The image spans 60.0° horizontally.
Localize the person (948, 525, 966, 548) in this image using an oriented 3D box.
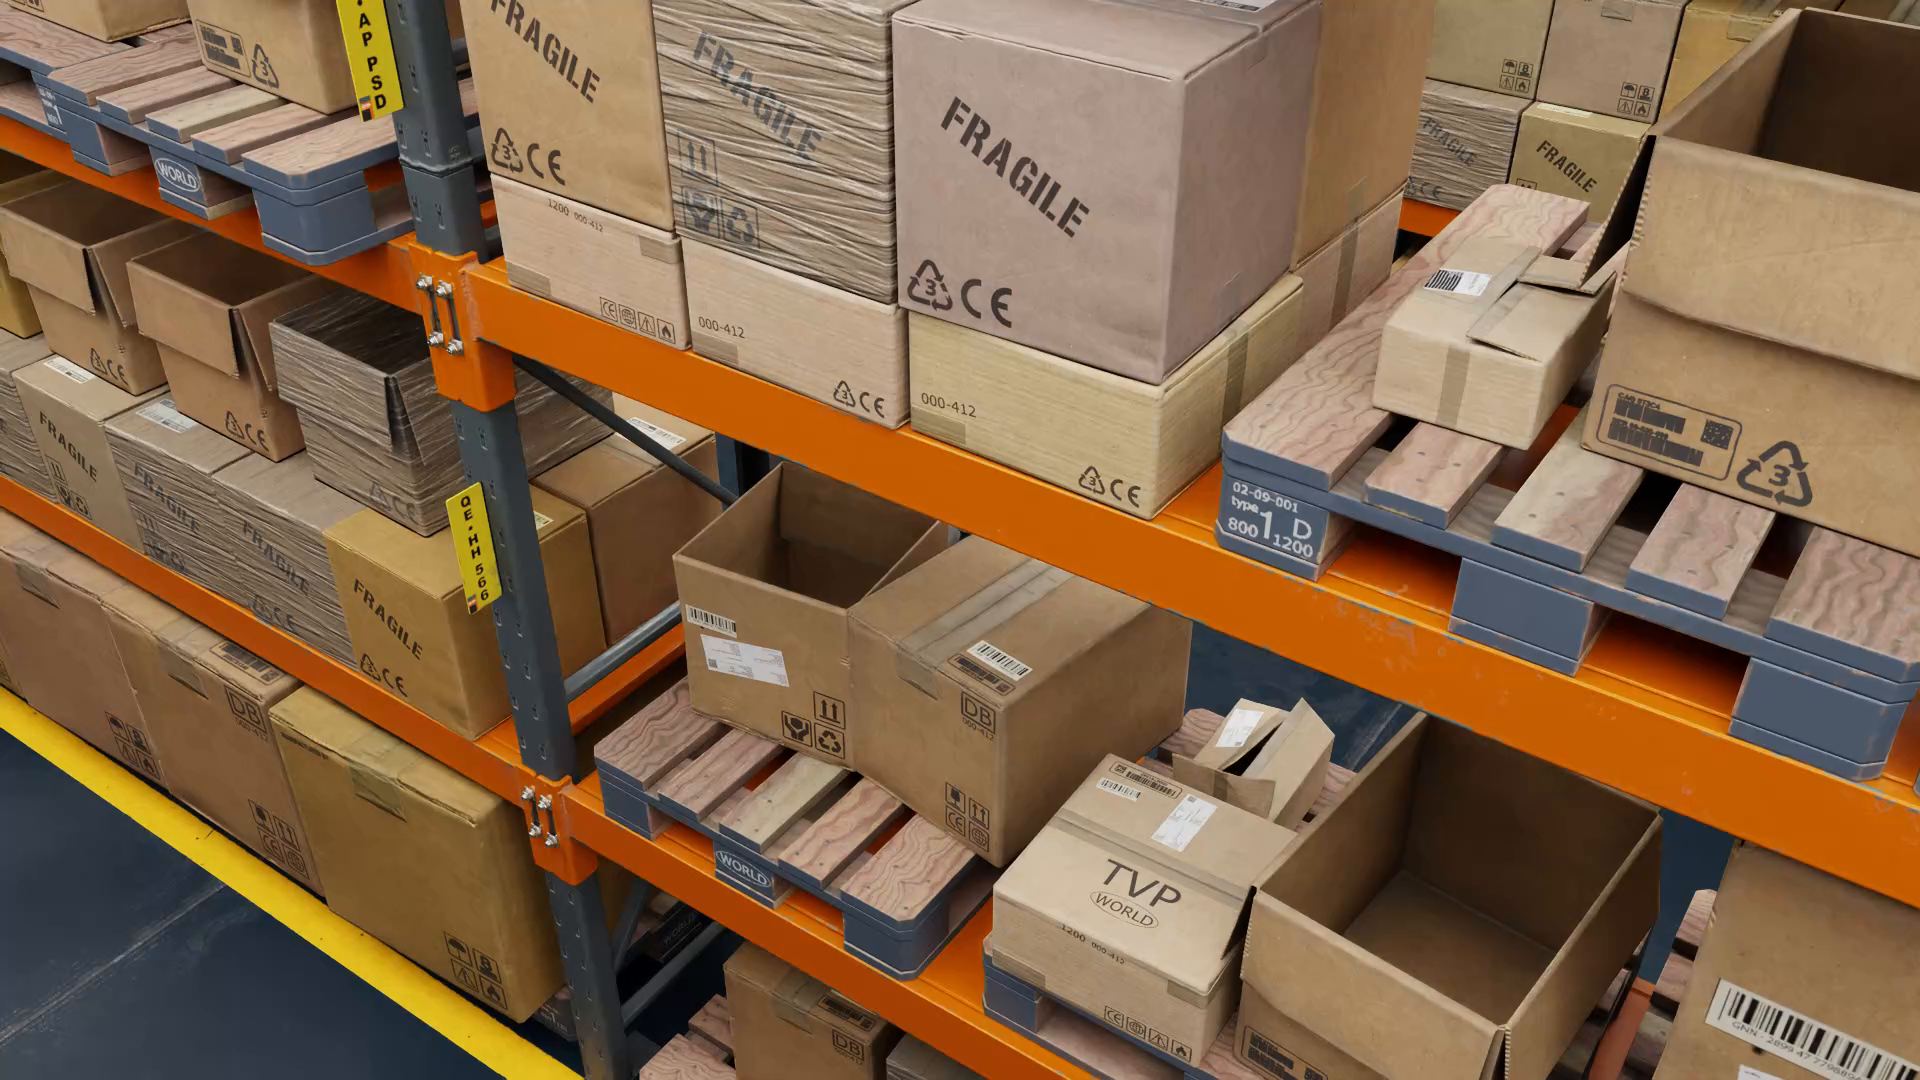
[{"bbox_3d":[-0.064,-0.677,7.093,0.475,1.670,0.616,-14,37,-19],"label":"person"}]
